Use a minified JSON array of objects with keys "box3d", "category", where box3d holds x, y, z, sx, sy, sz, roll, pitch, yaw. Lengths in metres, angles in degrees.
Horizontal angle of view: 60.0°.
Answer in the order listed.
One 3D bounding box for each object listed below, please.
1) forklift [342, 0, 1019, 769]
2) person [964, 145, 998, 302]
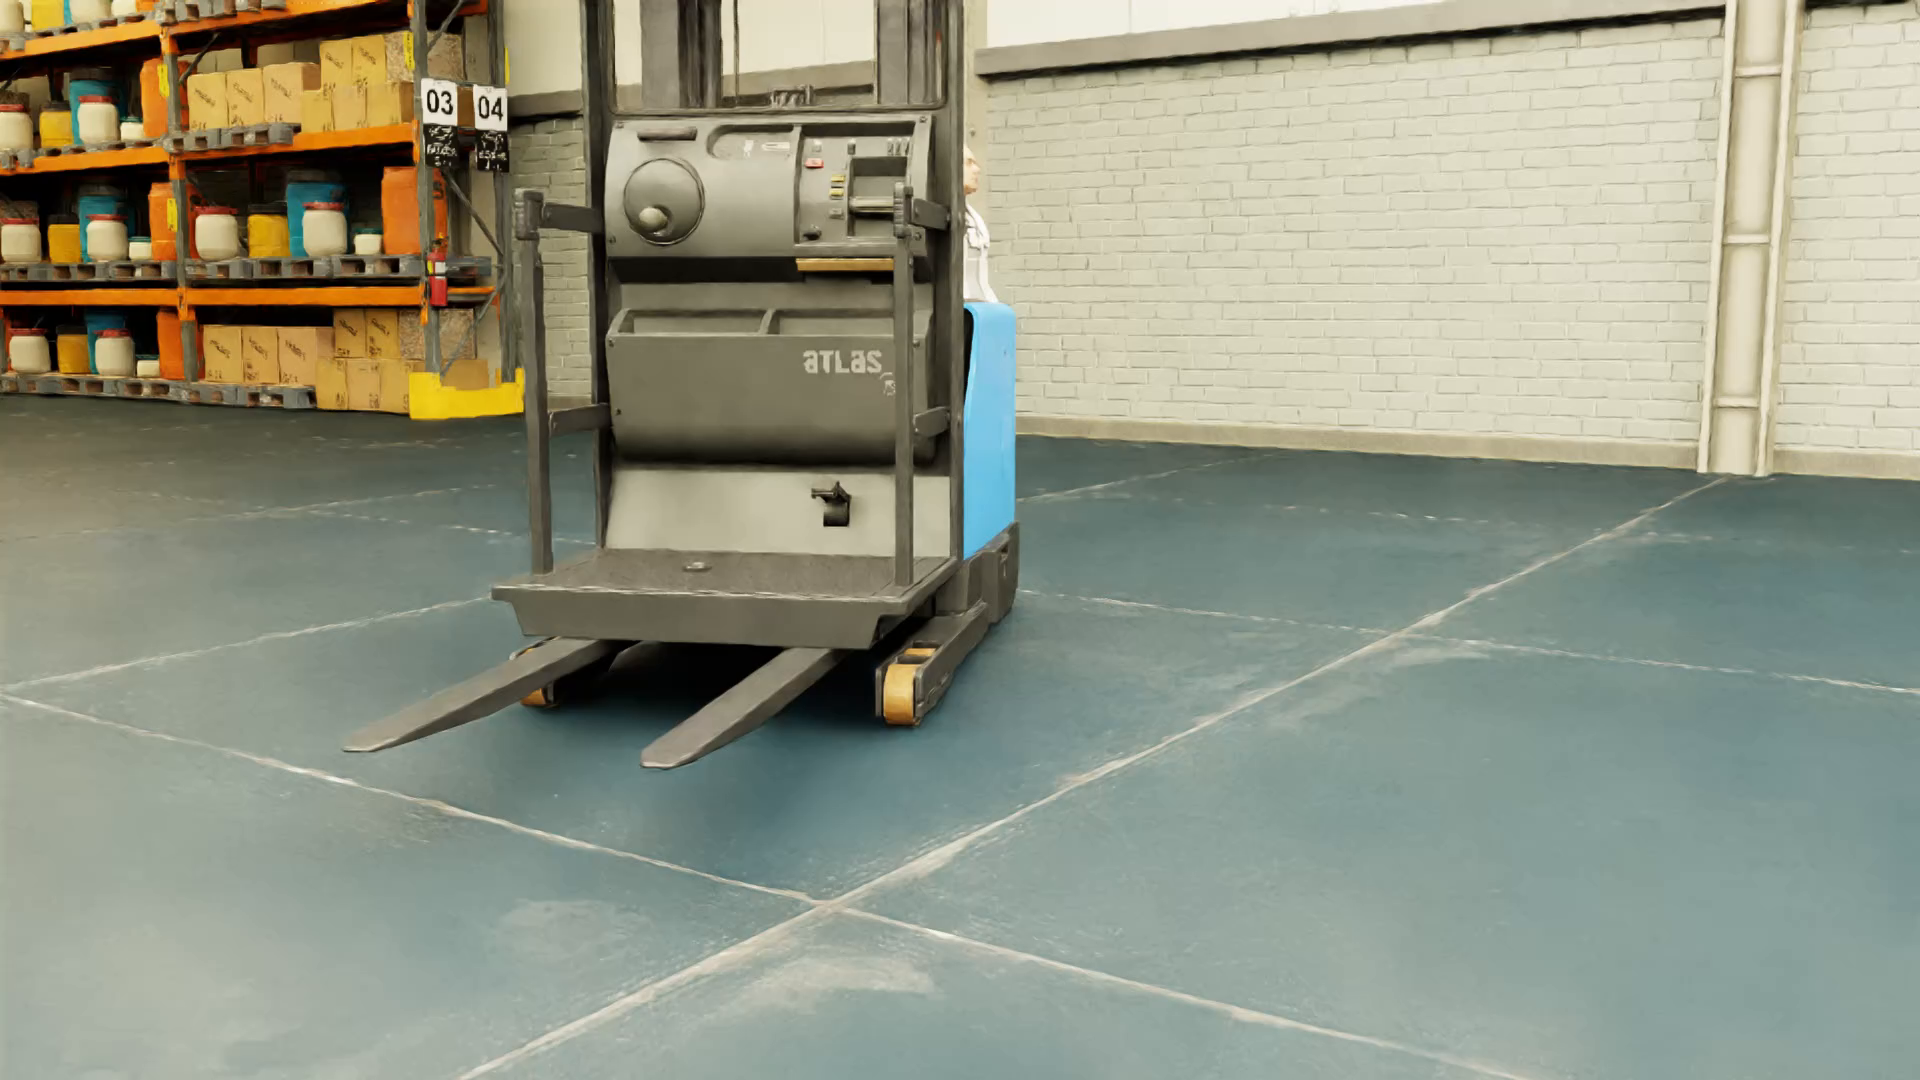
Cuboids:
[{"box3d":[-0.577,-1.030,4.435,1.130,2.935,3.031,2,8,11],"category":"forklift"},{"box3d":[0.073,-0.879,7.423,0.579,1.776,0.694,5,10,34],"category":"person"}]
